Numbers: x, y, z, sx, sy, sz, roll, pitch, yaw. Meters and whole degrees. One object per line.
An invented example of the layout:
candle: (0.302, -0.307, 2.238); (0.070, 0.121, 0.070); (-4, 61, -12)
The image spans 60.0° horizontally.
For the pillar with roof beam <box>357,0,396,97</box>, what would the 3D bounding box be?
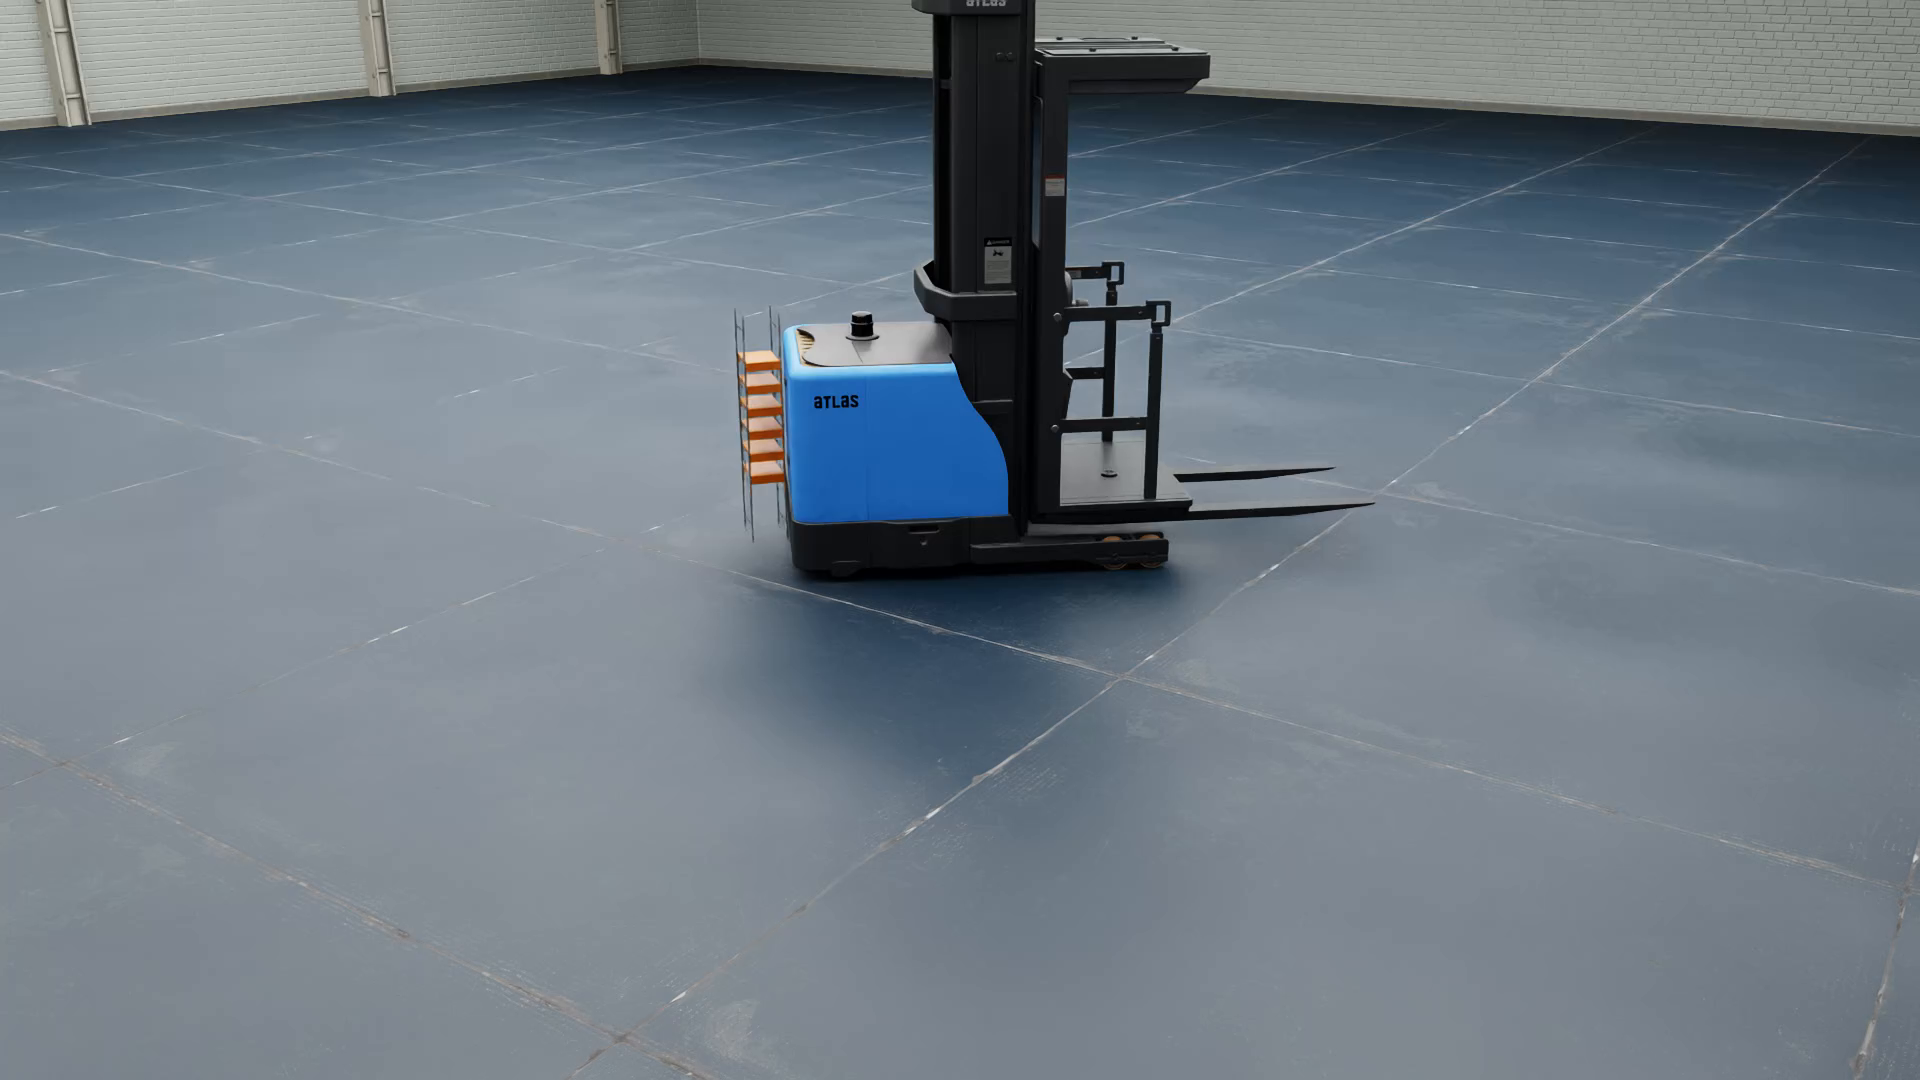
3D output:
pillar with roof beam: (-7.420, -11.834, 27.787); (9.100, 9.000, 0.400); (13, 24, 32)

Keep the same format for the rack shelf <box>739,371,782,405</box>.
rack shelf: (-1.035, -0.786, 8.594); (0.180, 0.103, 0.258); (-6, 21, -16)

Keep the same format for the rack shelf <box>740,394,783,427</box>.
rack shelf: (-1.035, -0.673, 8.634); (0.180, 0.103, 0.258); (-6, 21, -16)

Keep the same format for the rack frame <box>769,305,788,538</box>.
rack frame: (-0.947, -0.612, 8.686); (0.006, 1.200, 0.240); (-6, 21, -16)

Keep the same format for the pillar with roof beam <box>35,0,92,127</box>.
pillar with roof beam: (-10.792, -10.113, 23.133); (9.100, 9.000, 0.400); (13, 24, 32)

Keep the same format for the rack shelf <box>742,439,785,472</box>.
rack shelf: (-1.034, -0.448, 8.716); (0.180, 0.103, 0.258); (-6, 21, -16)

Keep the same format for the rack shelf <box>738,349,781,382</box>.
rack shelf: (-1.035, -0.899, 8.553); (0.180, 0.103, 0.258); (-6, 21, -16)

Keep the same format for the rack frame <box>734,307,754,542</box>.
rack frame: (-1.122, -0.593, 8.634); (0.006, 1.200, 0.240); (-6, 21, -16)

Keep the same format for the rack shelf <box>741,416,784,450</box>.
rack shelf: (-1.035, -0.560, 8.675); (0.180, 0.103, 0.258); (-6, 21, -16)

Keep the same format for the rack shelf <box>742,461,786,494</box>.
rack shelf: (-1.034, -0.335, 8.757); (0.180, 0.103, 0.258); (-6, 21, -16)

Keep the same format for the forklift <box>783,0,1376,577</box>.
forklift: (0.618, -1.404, 8.335); (3.031, 2.935, 1.130); (-3, 20, -7)

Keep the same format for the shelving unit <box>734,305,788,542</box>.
shelving unit: (-1.035, -0.602, 8.660); (0.189, 1.200, 0.258); (-6, 21, -16)

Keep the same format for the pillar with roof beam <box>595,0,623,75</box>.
pillar with roof beam: (-4.047, -13.556, 32.441); (9.100, 9.000, 0.400); (13, 24, 32)
